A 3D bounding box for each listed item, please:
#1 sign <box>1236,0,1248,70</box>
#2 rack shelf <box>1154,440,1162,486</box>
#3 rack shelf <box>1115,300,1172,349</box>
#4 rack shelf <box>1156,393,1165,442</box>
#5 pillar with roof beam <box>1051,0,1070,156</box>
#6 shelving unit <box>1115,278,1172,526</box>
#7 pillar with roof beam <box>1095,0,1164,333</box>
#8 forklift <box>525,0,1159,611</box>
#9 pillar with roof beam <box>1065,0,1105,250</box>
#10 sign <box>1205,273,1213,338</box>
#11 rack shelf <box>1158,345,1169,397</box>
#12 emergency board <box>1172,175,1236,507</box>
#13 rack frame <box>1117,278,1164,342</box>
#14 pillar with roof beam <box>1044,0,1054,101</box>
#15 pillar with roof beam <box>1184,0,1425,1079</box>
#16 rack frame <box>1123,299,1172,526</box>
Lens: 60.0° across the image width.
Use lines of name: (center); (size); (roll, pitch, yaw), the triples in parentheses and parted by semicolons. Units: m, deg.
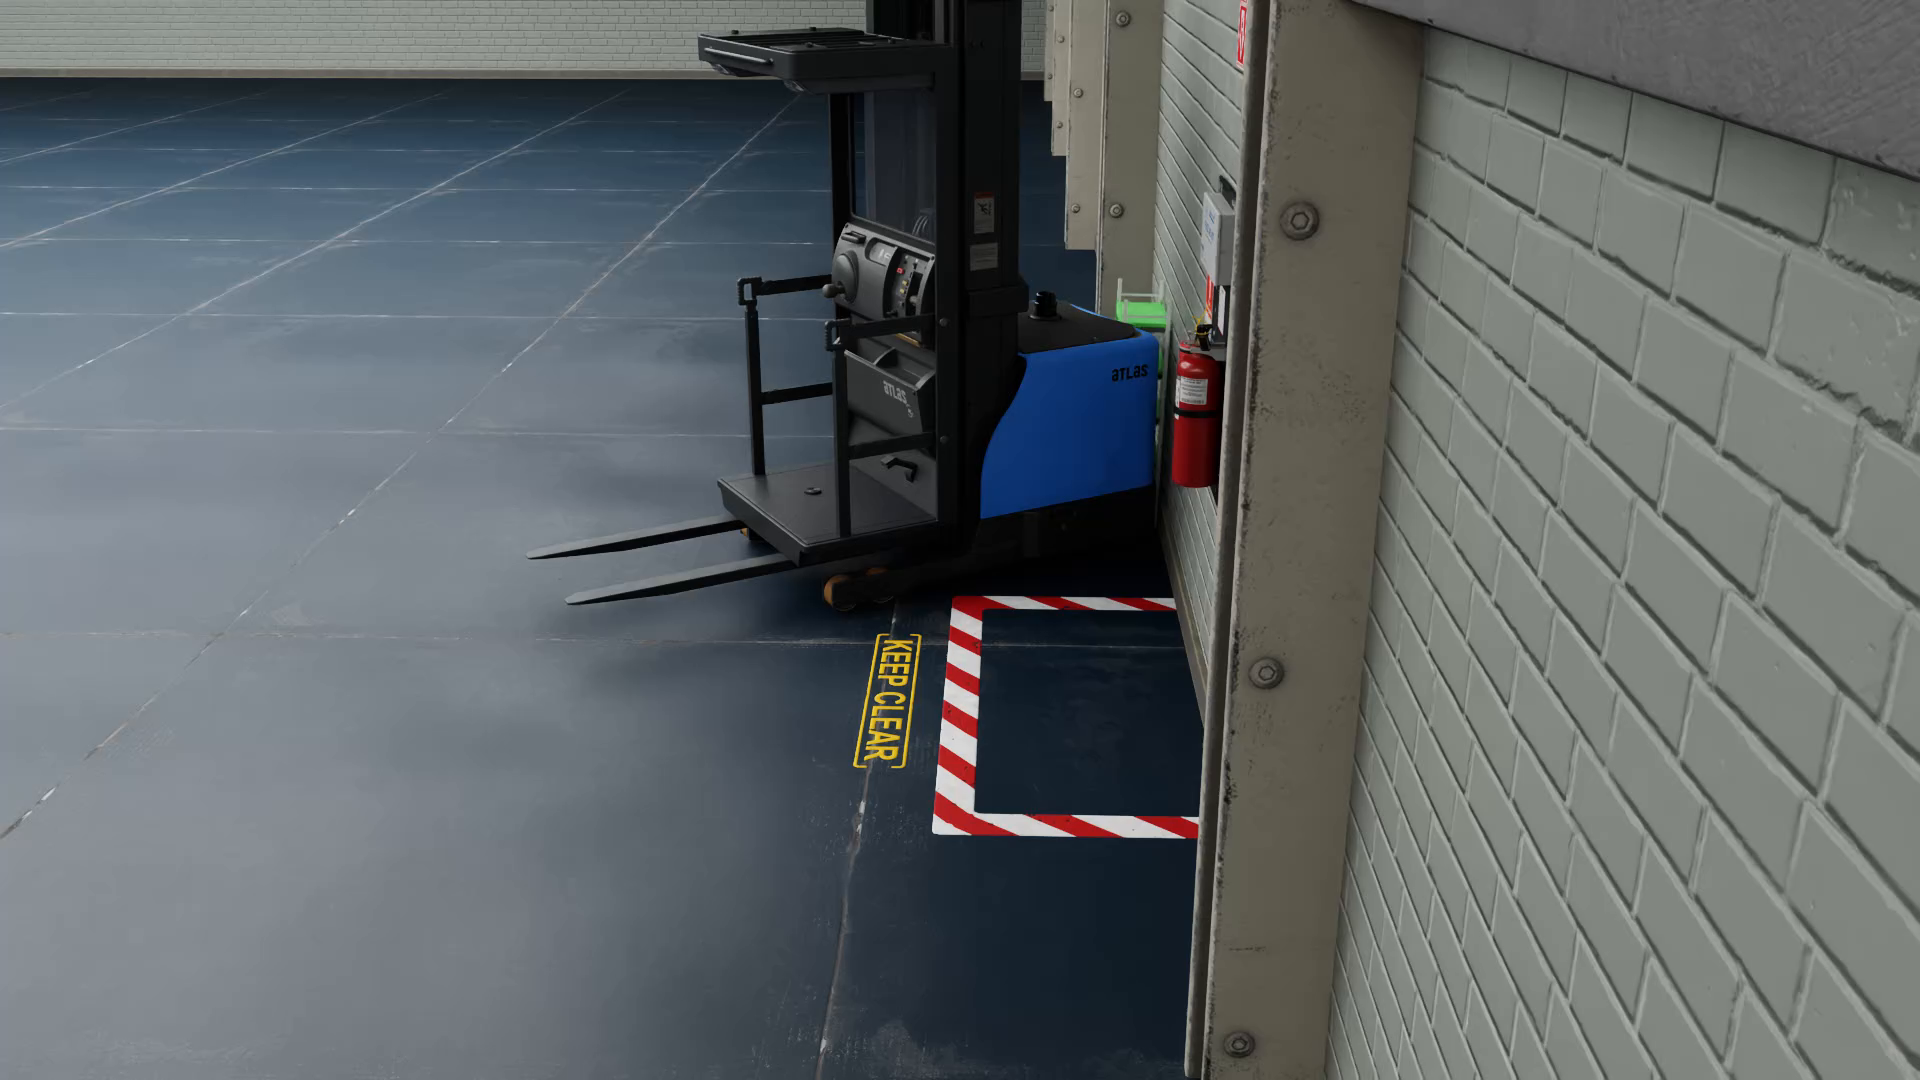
sign: (0.996, -1.817, 5.862); (0.001, 0.298, 0.199); (1, 21, 2)
rack shelf: (0.924, -0.441, 8.846); (0.258, 0.148, 0.480); (2, 21, 1)
rack shelf: (0.941, -1.112, 8.584); (0.258, 0.148, 0.480); (2, 21, 1)
rack shelf: (0.929, -0.665, 8.759); (0.258, 0.148, 0.480); (2, 21, 1)
pillar with roof beam: (-2.973, -9.194, 19.785); (9.100, 9.000, 0.400); (1, 21, 2)
shelving unit: (0.931, -0.724, 8.735); (0.258, 1.200, 0.503); (2, 21, 1)
pillar with roof beam: (-3.338, -4.855, 8.602); (9.100, 9.000, 0.400); (1, 21, 2)
forklift: (-0.543, -1.256, 7.713); (3.031, 2.935, 1.130); (-12, 24, -27)
pillar with roof beam: (-3.155, -7.025, 14.194); (9.100, 9.000, 0.400); (1, 21, 2)
sign: (1.016, -0.950, 6.782); (0.001, 0.329, 0.234); (1, 21, 2)
rack shelf: (0.935, -0.888, 8.672); (0.258, 0.148, 0.480); (2, 21, 1)
emergency board: (0.896, -0.735, 6.276); (0.194, 1.169, 0.643); (1, 21, 2)
rack frame: (0.939, -0.813, 8.963); (0.240, 1.200, 0.015); (2, 21, 1)
pillar with roof beam: (-2.790, -11.364, 25.376); (9.100, 9.000, 0.400); (1, 21, 2)
pillar with roof beam: (-3.520, -2.686, 3.011); (9.100, 9.000, 0.400); (1, 21, 2)
rack frame: (0.923, -0.636, 8.508); (0.240, 1.200, 0.015); (2, 21, 1)
